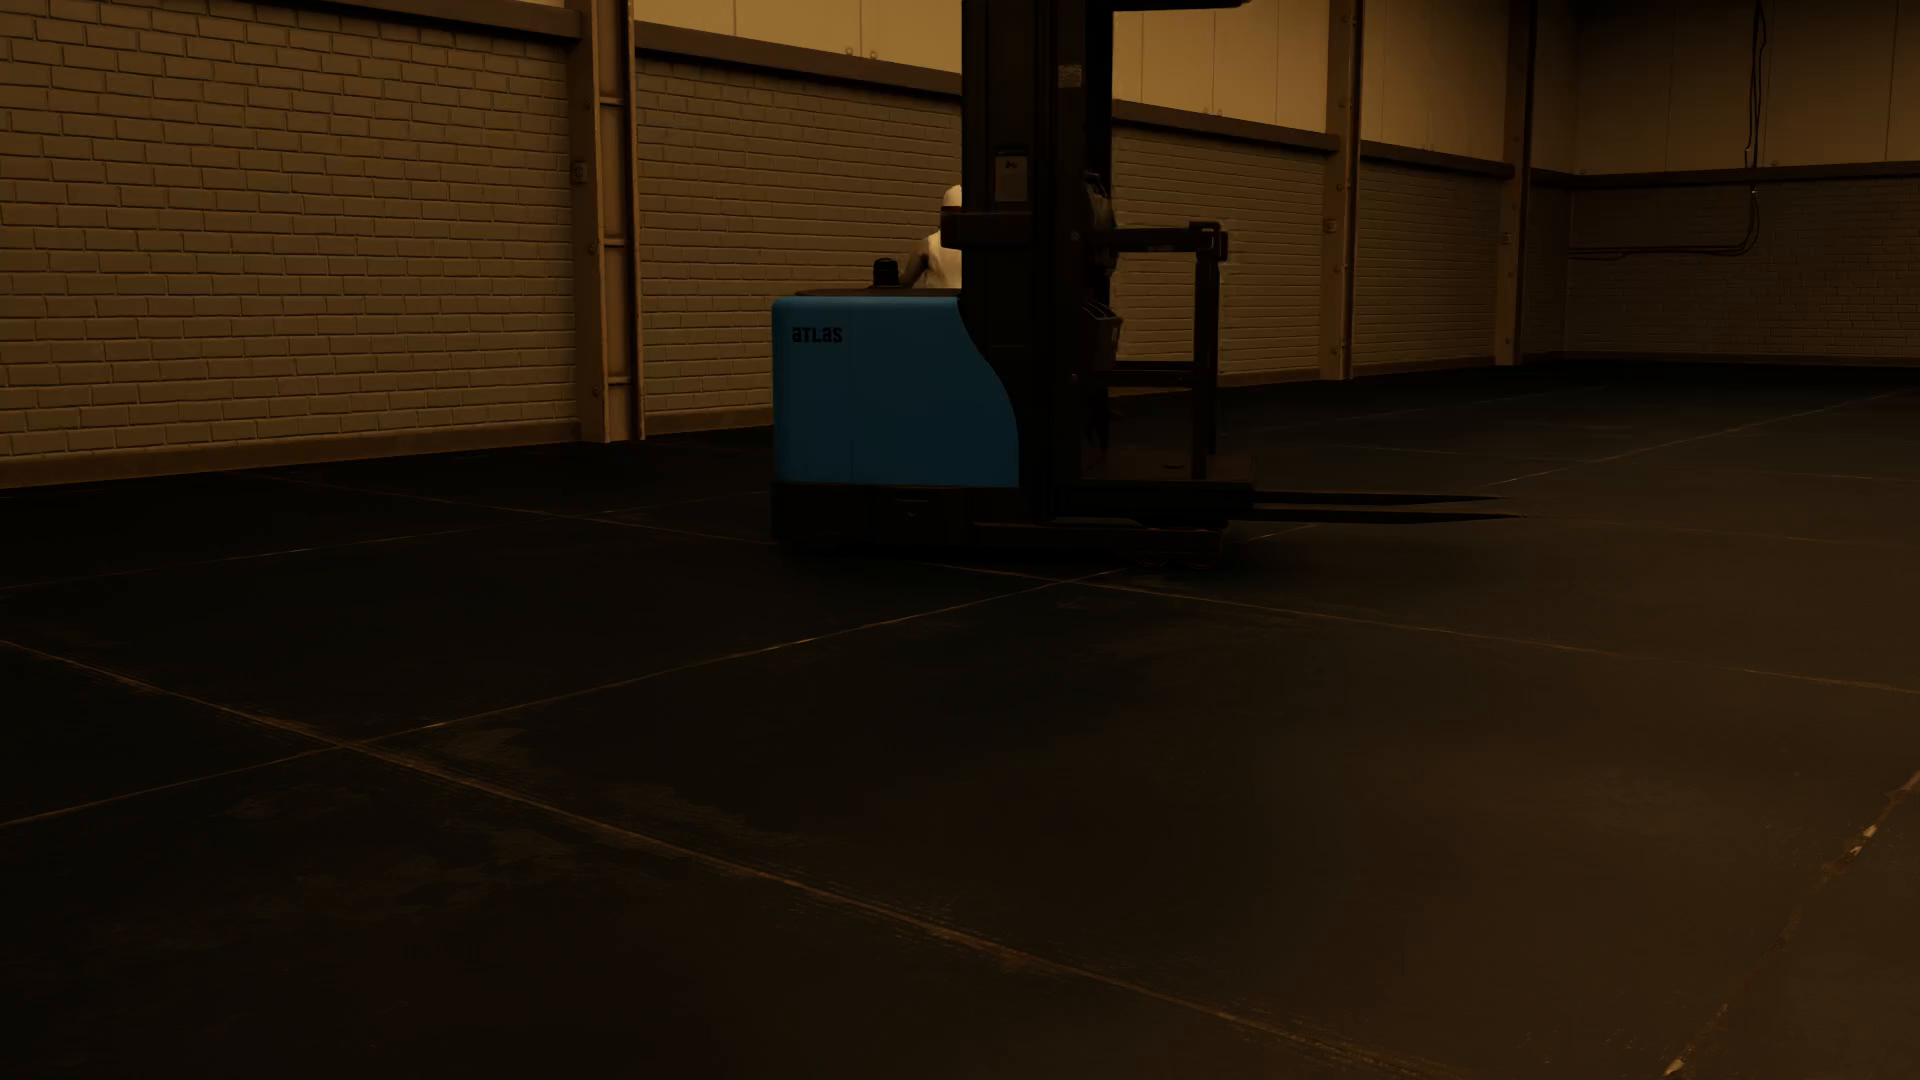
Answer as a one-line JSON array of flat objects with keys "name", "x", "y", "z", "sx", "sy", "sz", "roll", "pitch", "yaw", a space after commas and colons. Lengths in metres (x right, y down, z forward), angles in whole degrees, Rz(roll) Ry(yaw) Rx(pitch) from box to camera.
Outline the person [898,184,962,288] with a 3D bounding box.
[{"name": "person", "x": 0.002, "y": -1.300, "z": 10.256, "sx": 0.841, "sy": 1.754, "sz": 0.669, "roll": -1, "pitch": 8, "yaw": -4}]

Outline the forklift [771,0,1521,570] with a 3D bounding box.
[{"name": "forklift", "x": 0.776, "y": -1.414, "z": 6.946, "sx": 3.031, "sy": 2.935, "sz": 1.130, "roll": 2, "pitch": 8, "yaw": 11}]
